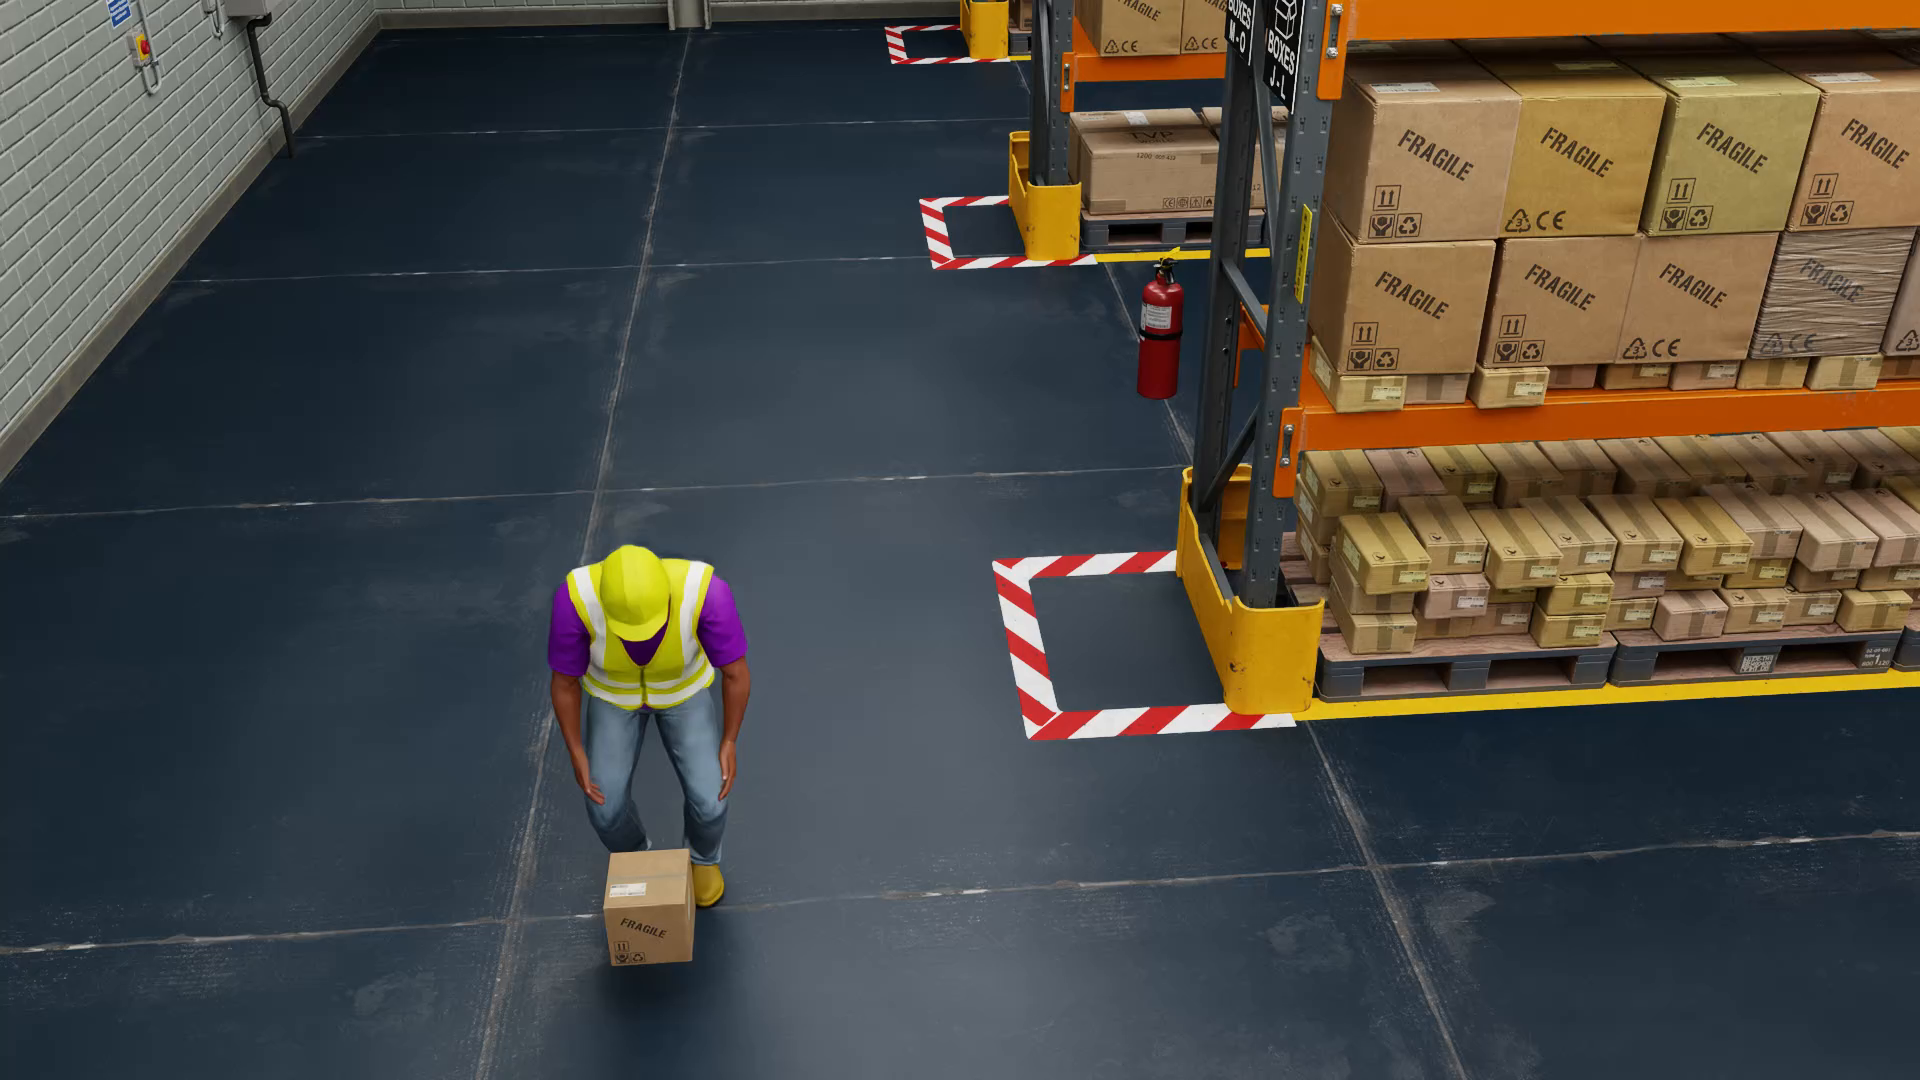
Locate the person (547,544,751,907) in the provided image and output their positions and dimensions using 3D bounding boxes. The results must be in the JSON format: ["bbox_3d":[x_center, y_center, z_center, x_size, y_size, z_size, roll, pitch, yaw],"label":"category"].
[{"bbox_3d":[-0.983,0.567,5.407,0.627,1.517,0.687,-3,31,-4],"label":"person"}]
